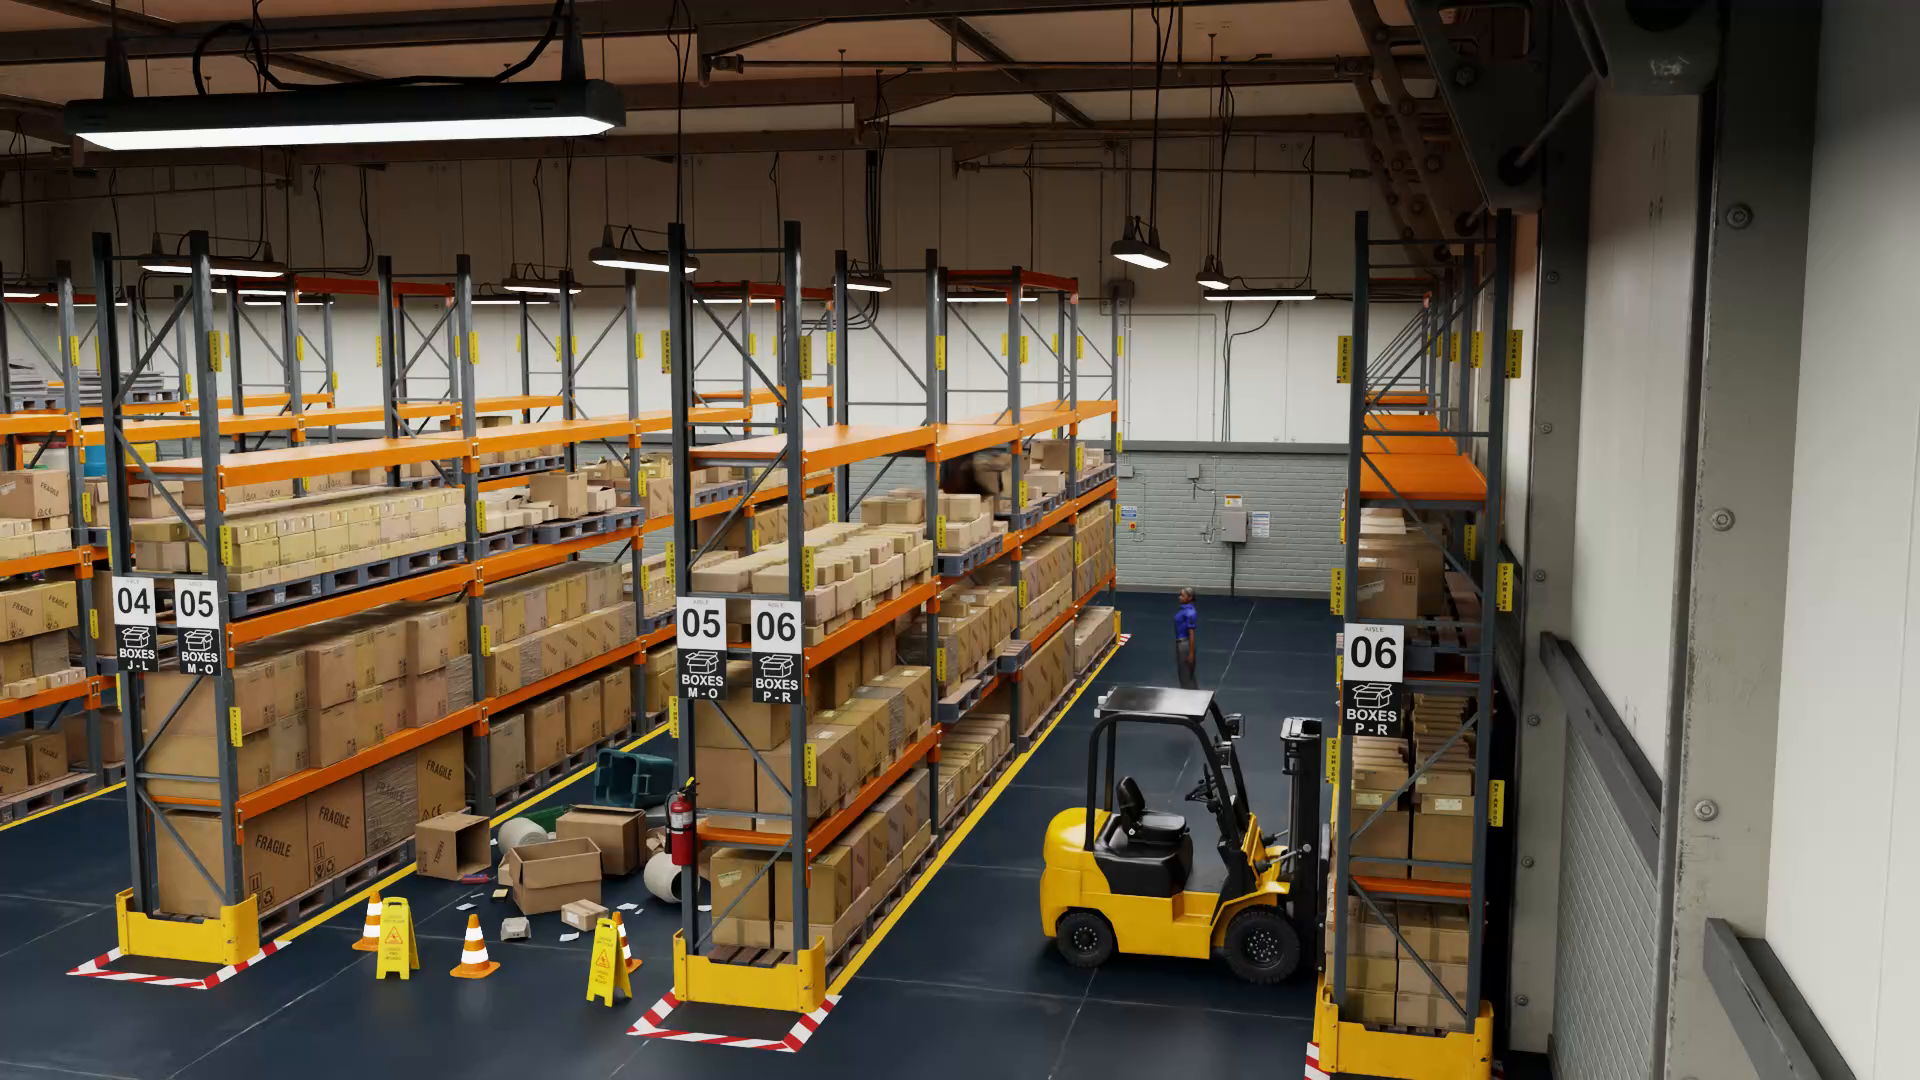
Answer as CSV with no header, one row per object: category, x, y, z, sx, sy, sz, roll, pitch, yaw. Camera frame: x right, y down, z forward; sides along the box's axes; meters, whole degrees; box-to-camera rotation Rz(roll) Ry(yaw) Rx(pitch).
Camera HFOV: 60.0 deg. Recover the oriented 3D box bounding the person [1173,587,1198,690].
person,2.917,1.430,21.498,0.352,1.660,0.516,2,7,15
